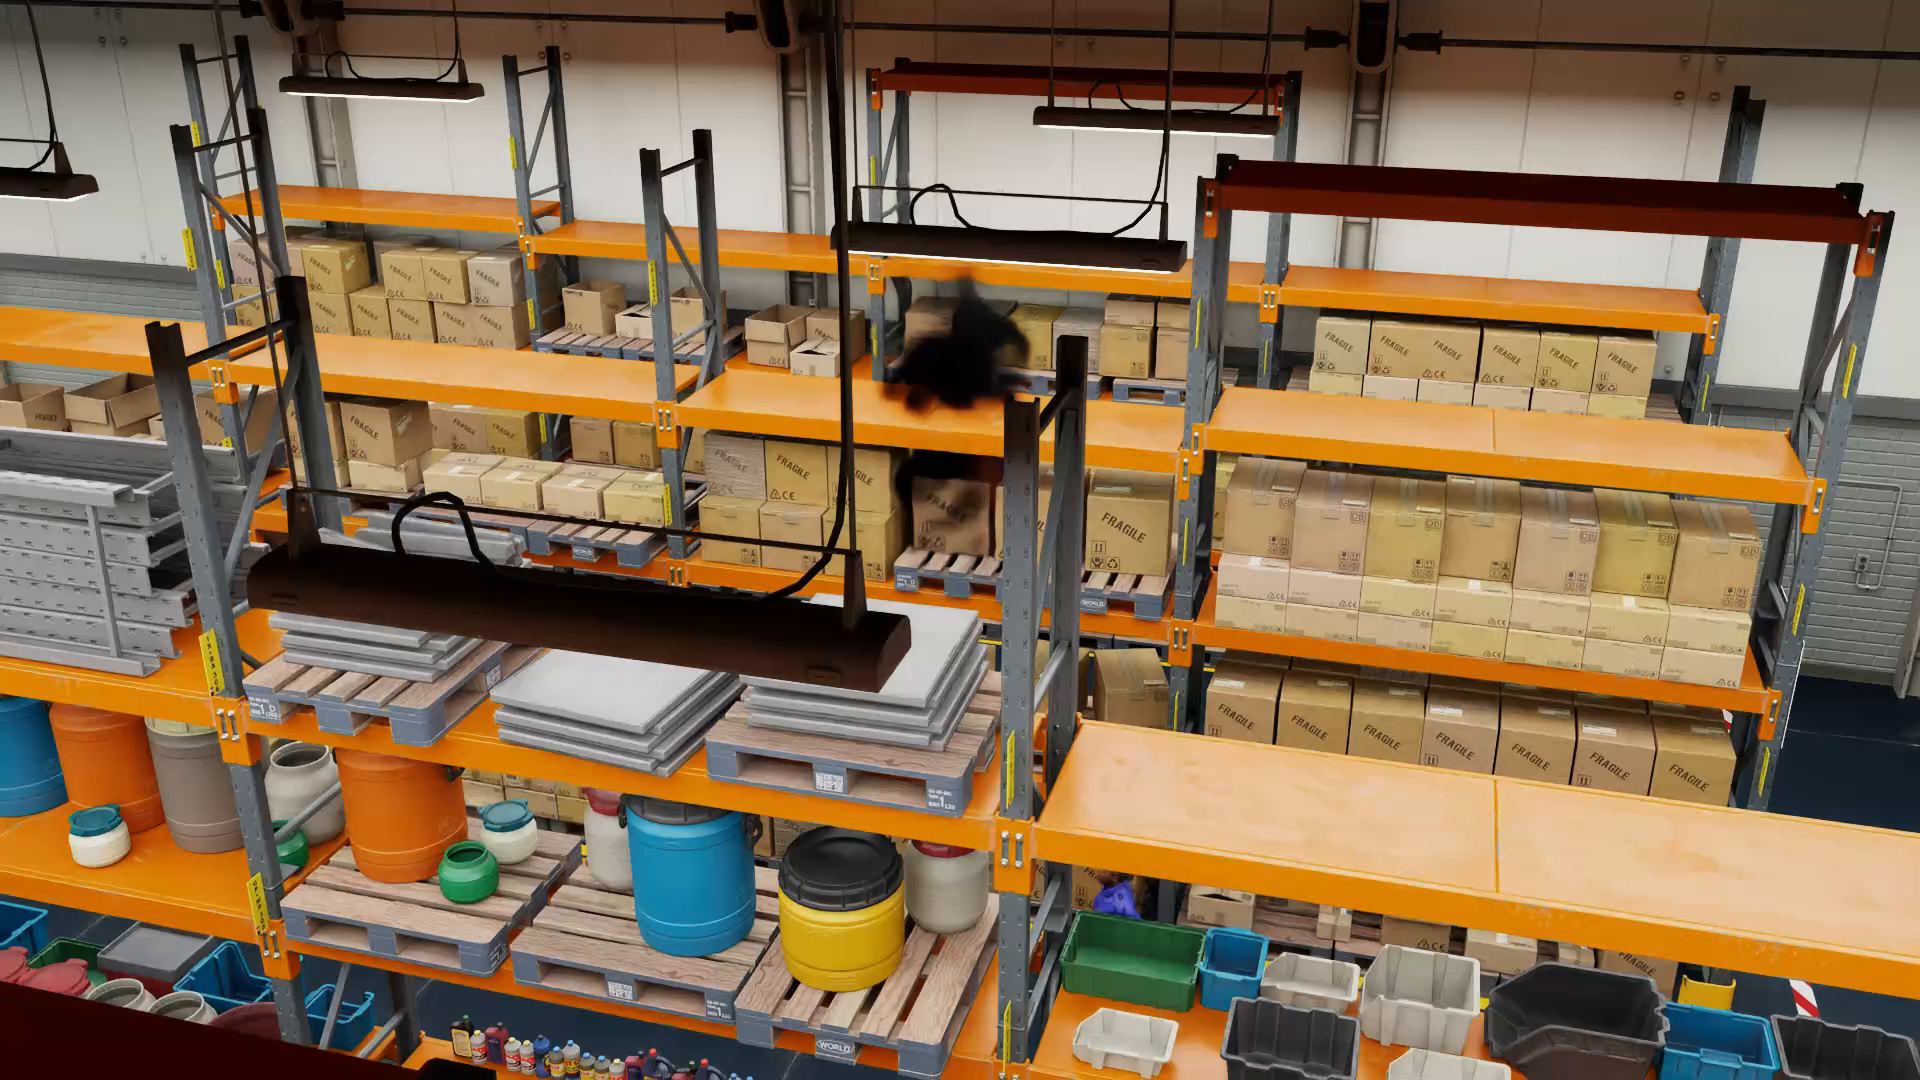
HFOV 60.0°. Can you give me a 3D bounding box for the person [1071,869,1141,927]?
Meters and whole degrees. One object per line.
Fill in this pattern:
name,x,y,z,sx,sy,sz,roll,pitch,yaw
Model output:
person,1.092,2.816,11.175,0.686,1.629,0.565,1,23,2
